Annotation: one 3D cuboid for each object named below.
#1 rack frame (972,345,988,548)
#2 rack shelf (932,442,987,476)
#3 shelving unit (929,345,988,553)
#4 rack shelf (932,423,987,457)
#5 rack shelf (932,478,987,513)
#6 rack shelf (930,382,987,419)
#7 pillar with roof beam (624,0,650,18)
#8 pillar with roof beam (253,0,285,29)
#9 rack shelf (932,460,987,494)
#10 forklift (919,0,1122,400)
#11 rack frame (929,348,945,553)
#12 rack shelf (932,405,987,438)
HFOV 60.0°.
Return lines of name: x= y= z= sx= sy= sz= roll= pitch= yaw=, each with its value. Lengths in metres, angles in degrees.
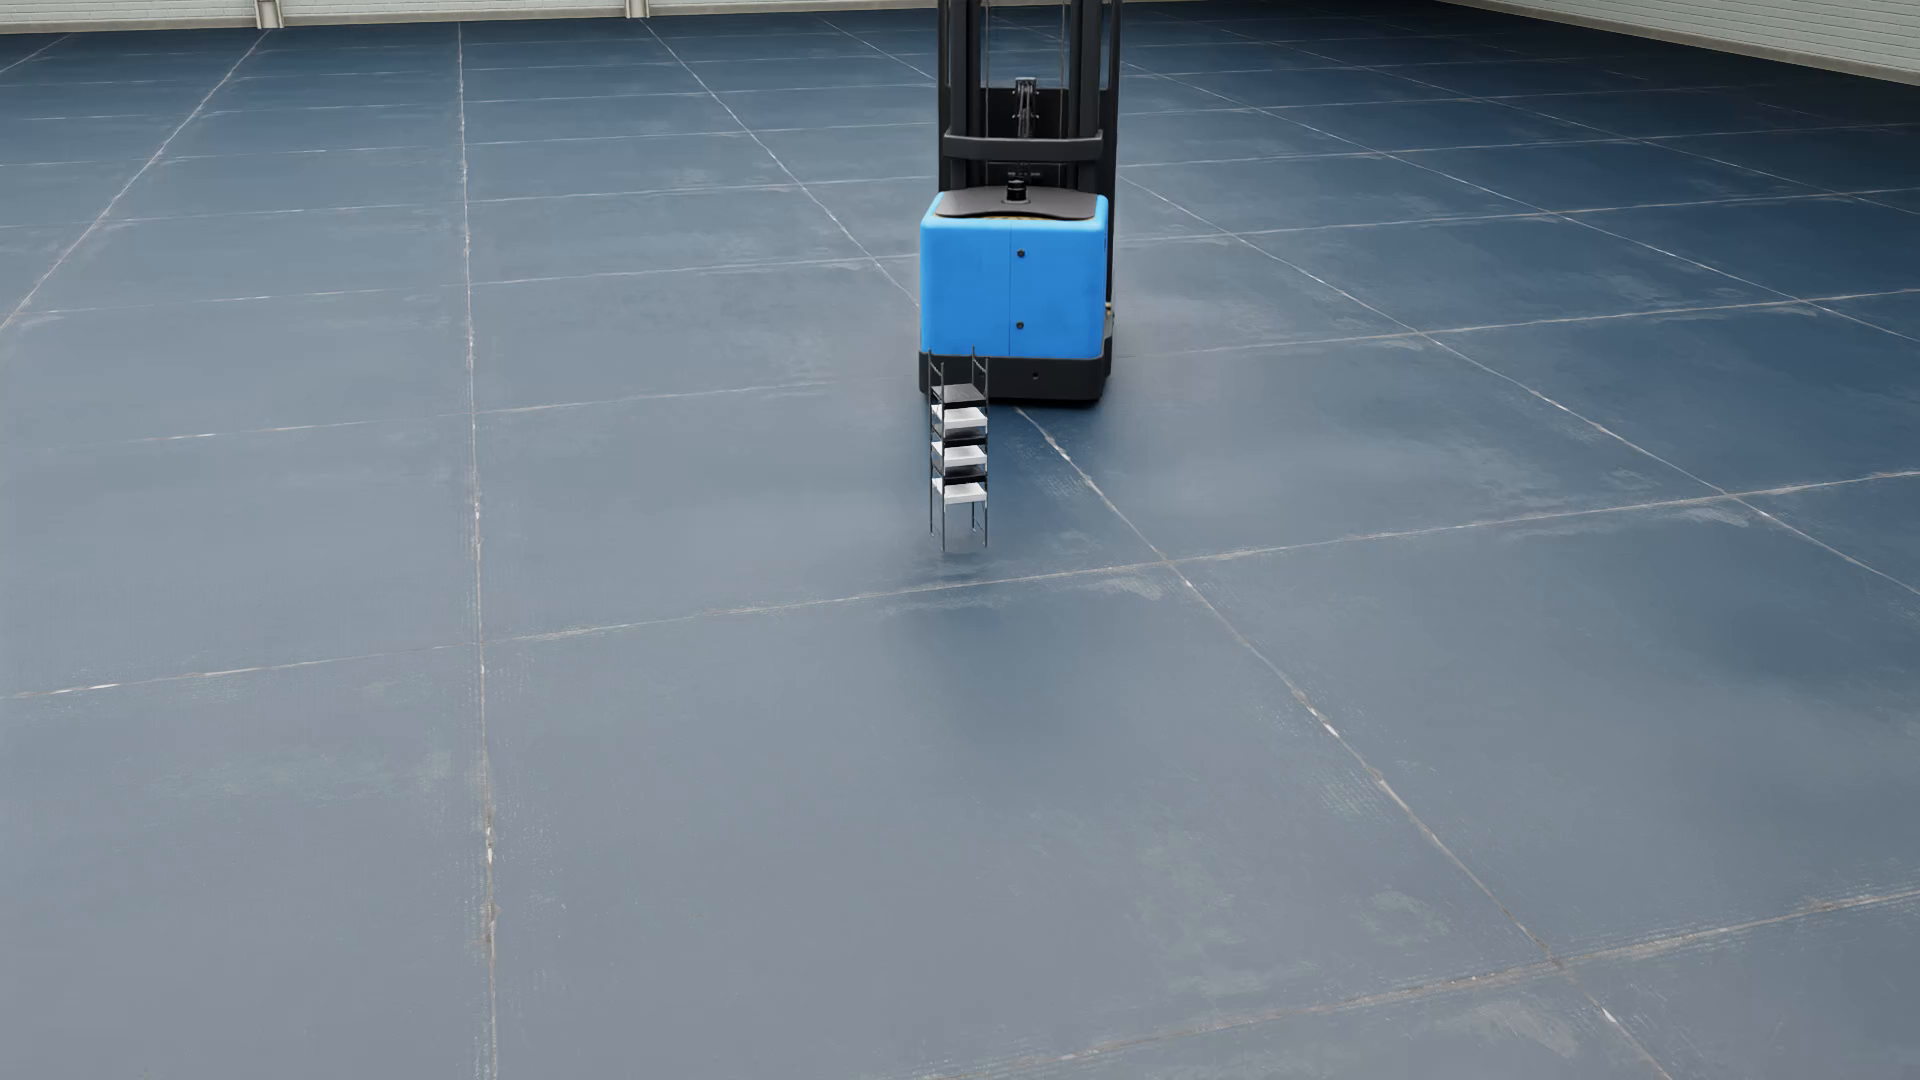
rack frame: x=0.090 y=-0.424 z=7.596 sx=0.006 sy=0.900 sz=0.240 roll=-6 pitch=24 yaw=-14
rack shelf: x=-0.008 y=-0.382 z=7.584 sx=0.200 sy=0.077 sz=0.258 roll=-6 pitch=24 yaw=-14
shelving unit: x=-0.008 y=-0.413 z=7.571 sx=0.210 sy=0.900 sz=0.258 roll=-6 pitch=24 yaw=-14
rack shelf: x=-0.008 y=-0.465 z=7.548 sx=0.200 sy=0.077 sz=0.258 roll=-6 pitch=24 yaw=-14
rack shelf: x=-0.008 y=-0.217 z=7.655 sx=0.200 sy=0.077 sz=0.258 roll=-6 pitch=24 yaw=-14
rack shelf: x=-0.008 y=-0.630 z=7.477 sx=0.200 sy=0.077 sz=0.258 roll=-6 pitch=24 yaw=-14
pillar with roof beam: x=-4.469 y=-11.636 z=23.455 sx=0.400 sy=9.000 sz=9.100 roll=-6 pitch=24 yaw=-14
pillar with roof beam: x=-10.246 y=-10.997 z=21.966 sx=0.400 sy=9.000 sz=9.100 roll=-6 pitch=24 yaw=-14
rack shelf: x=-0.008 y=-0.299 z=7.619 sx=0.200 sy=0.077 sz=0.258 roll=-6 pitch=24 yaw=-14
forklift: x=0.438 y=-2.682 z=10.283 sx=1.130 sy=2.935 sz=3.031 roll=2 pitch=23 yaw=6
rack frame: x=-0.106 y=-0.402 z=7.545 sx=0.006 sy=0.900 sz=0.240 roll=-6 pitch=24 yaw=-14
rack shelf: x=-0.008 y=-0.547 z=7.513 sx=0.200 sy=0.077 sz=0.258 roll=-6 pitch=24 yaw=-14
